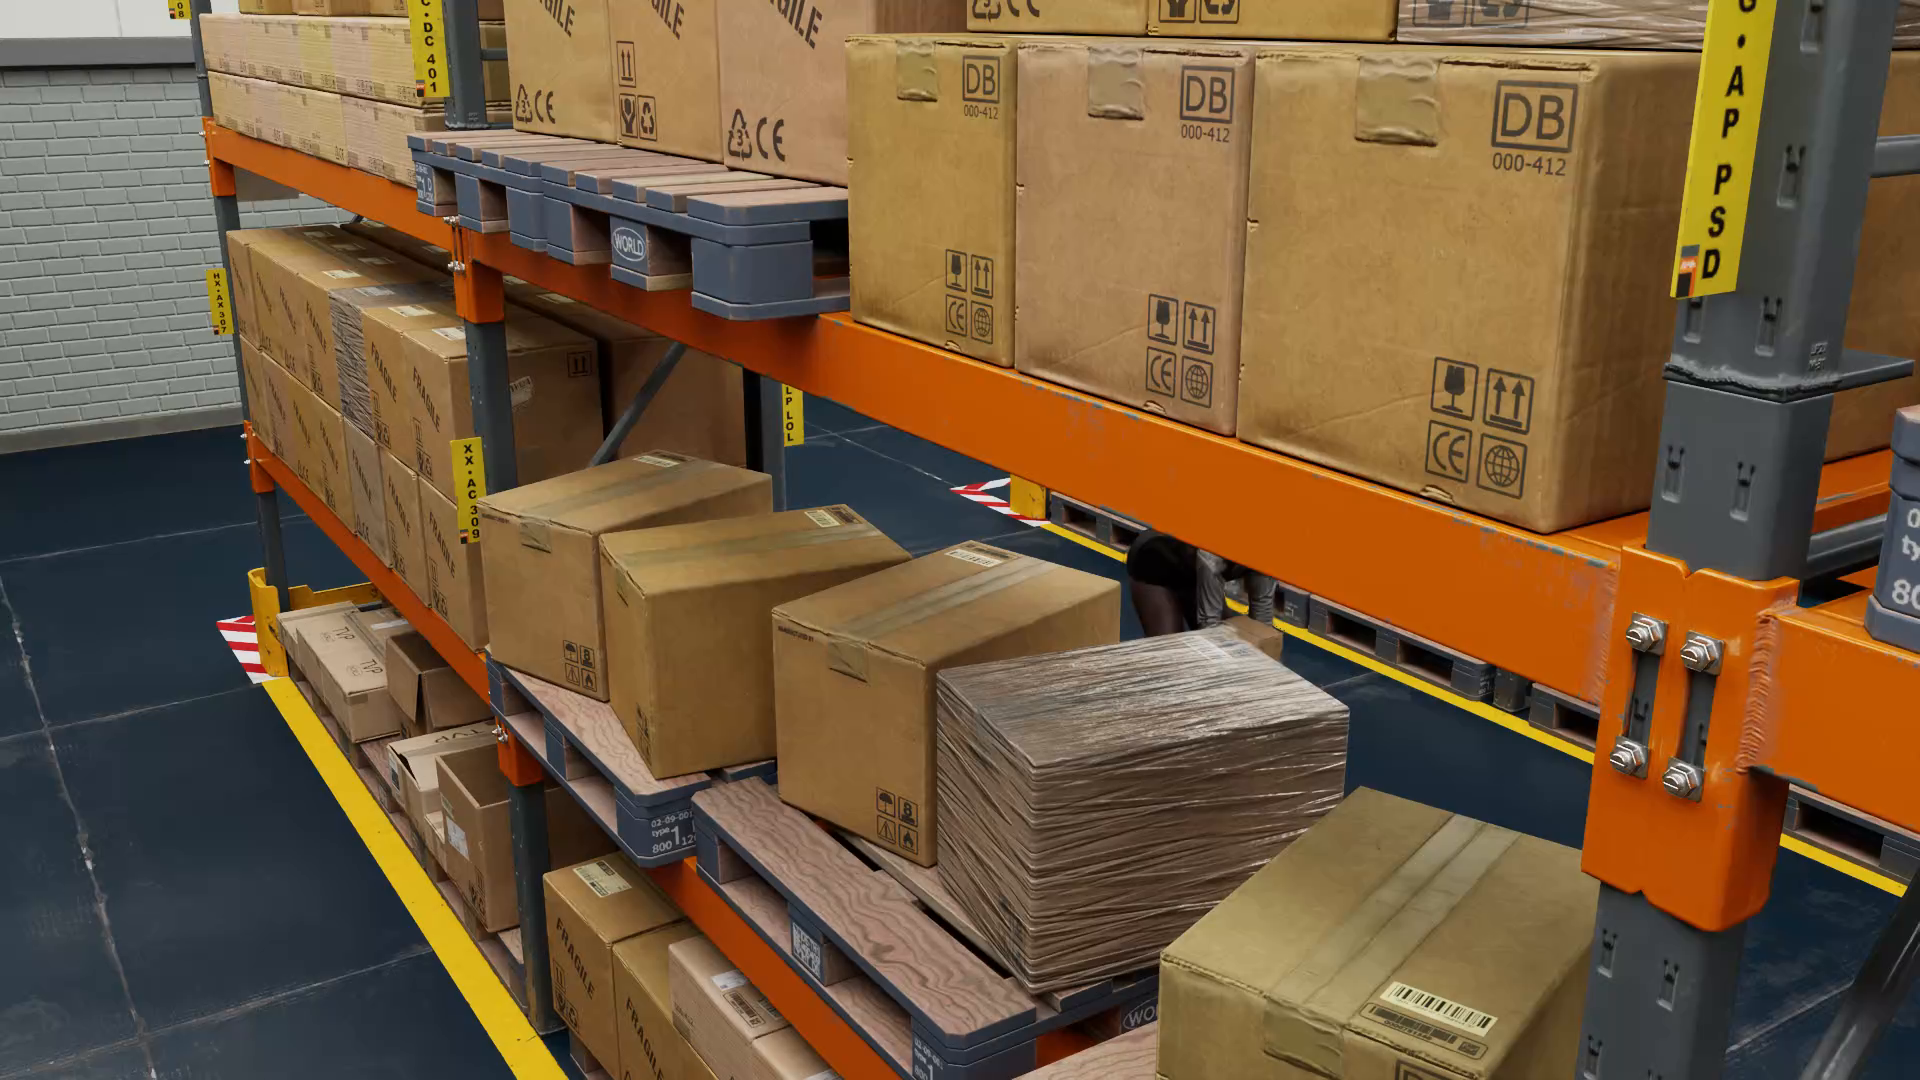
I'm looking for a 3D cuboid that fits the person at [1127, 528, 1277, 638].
[{"bbox_3d":[1.151,0.414,7.544,0.481,1.277,0.907,-12,22,-33],"label":"person"}]
